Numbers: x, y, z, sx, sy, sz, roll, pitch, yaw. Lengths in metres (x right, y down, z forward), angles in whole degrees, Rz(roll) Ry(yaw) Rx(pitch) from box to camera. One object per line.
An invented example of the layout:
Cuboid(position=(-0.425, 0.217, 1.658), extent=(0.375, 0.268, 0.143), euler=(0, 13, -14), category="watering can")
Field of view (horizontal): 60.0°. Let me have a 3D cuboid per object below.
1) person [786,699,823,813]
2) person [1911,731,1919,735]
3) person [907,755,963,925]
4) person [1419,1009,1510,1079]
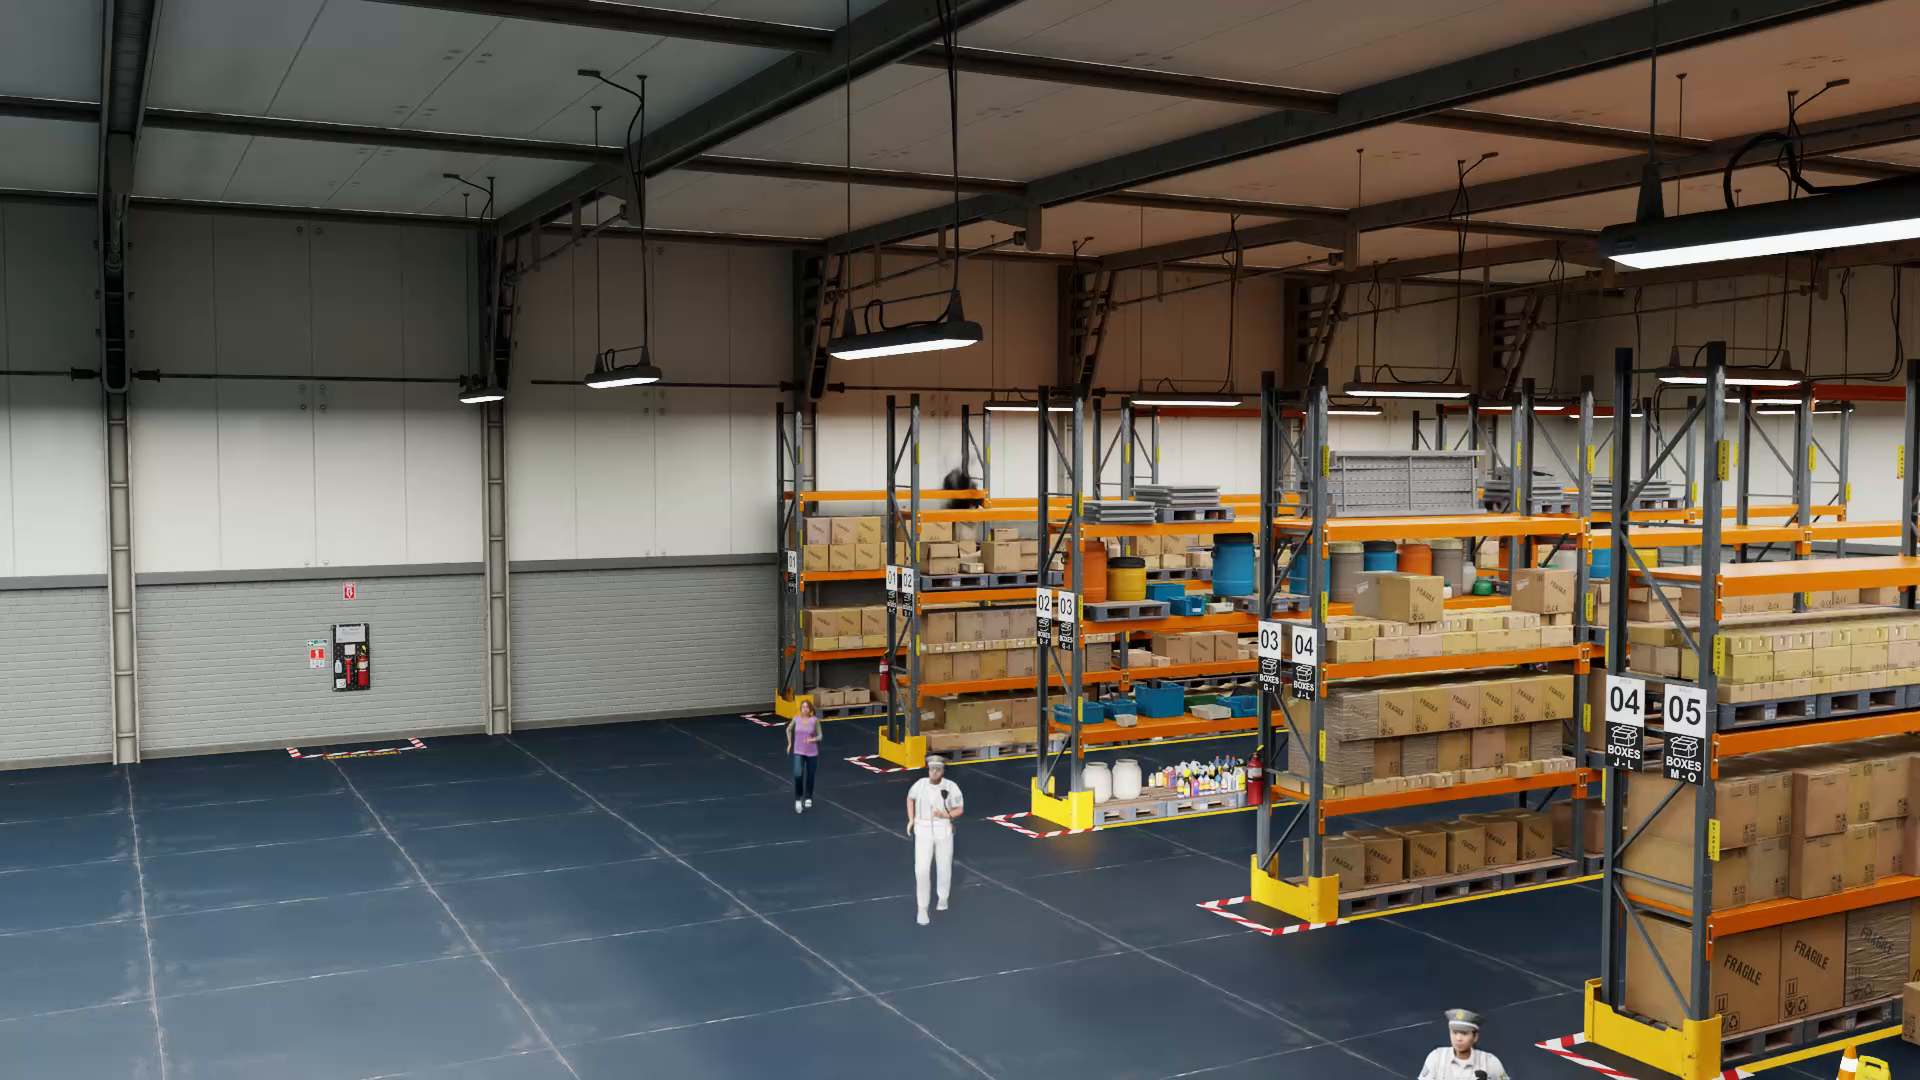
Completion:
Cuboid(position=(-2.188, 3.039, 23.399), extent=(0.511, 1.600, 0.672), euler=(0, 3, -5), category="person")
Cuboid(position=(11.732, 3.151, 20.690), extent=(0.683, 1.736, 0.592), euler=(-2, 4, -29), category="person")
Cuboid(position=(-0.277, 3.259, 18.162), extent=(0.633, 1.850, 0.761), euler=(0, 3, 2), category="person")
Cuboid(position=(3.185, 3.748, 10.478), extent=(0.622, 1.686, 0.695), euler=(1, 3, 20), category="person")
